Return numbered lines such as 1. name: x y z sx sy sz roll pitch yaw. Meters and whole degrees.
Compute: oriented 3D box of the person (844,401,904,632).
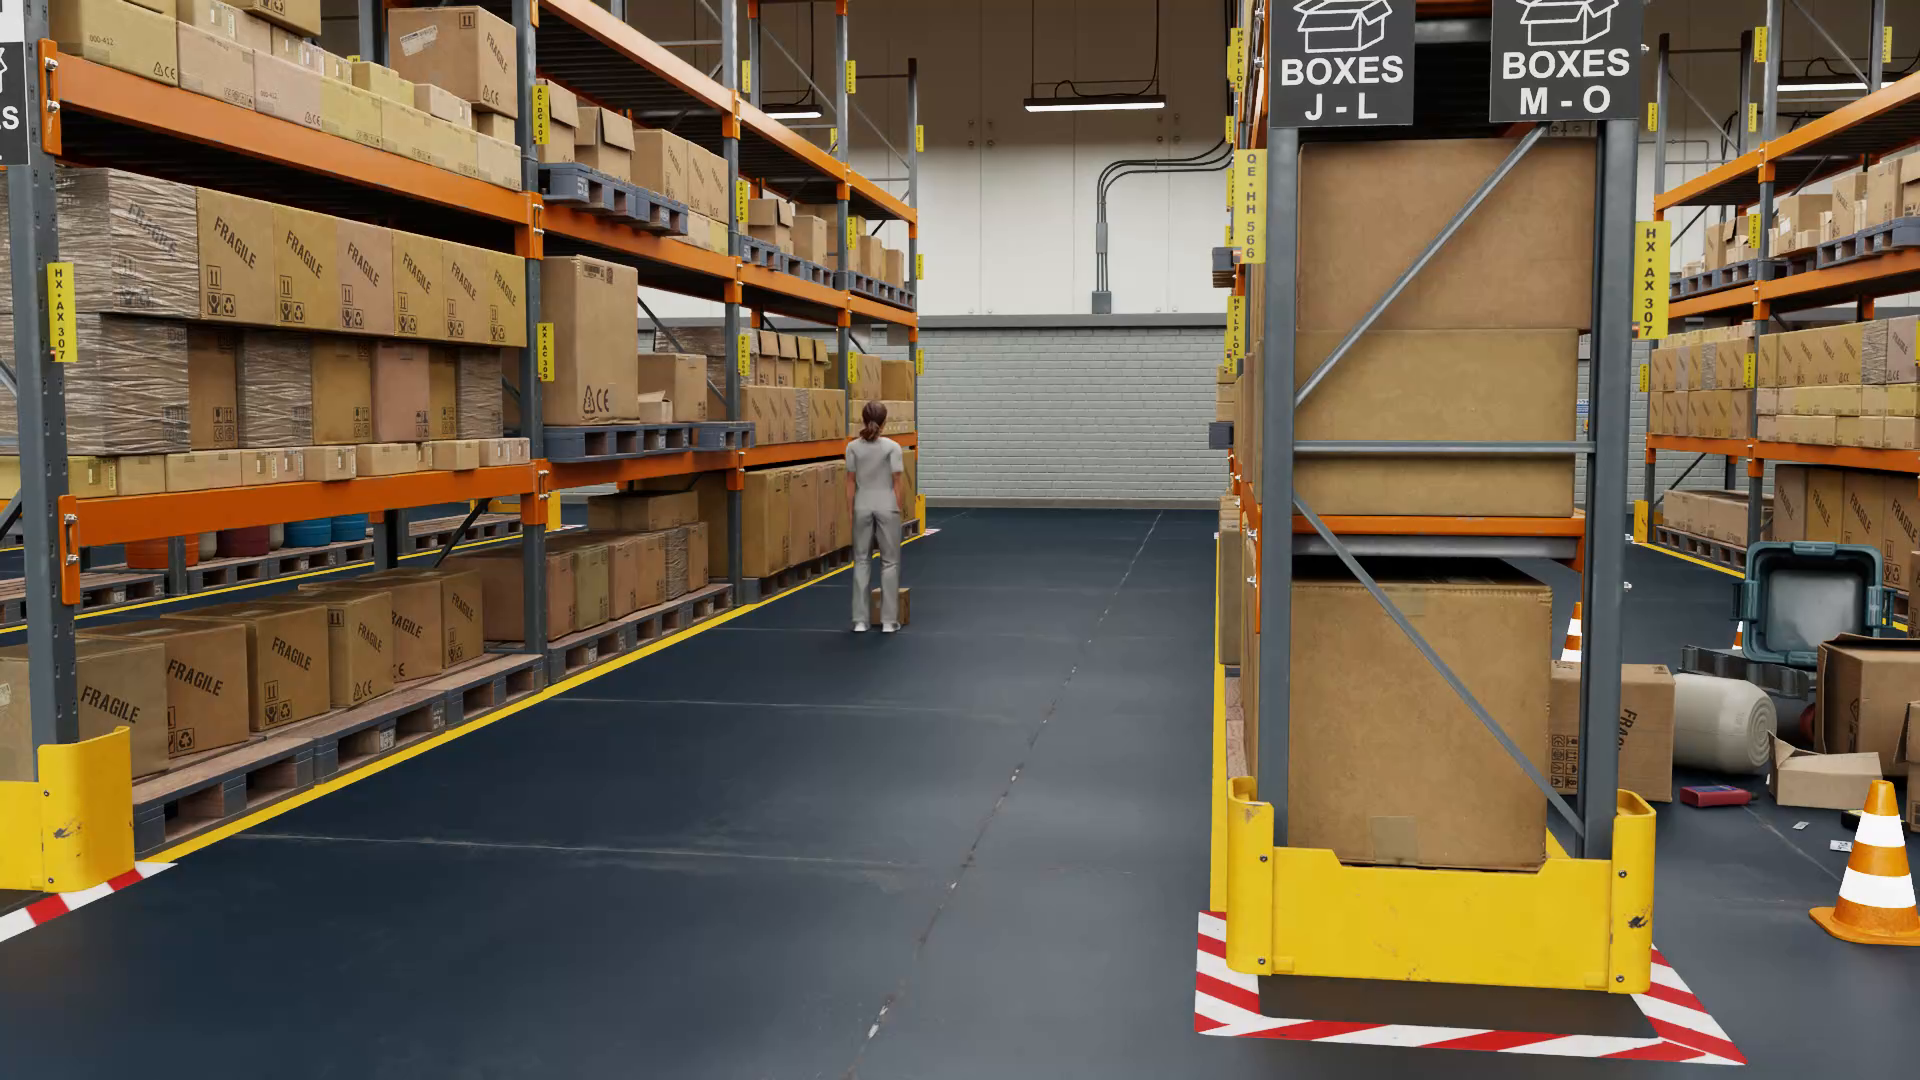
1. person: -0.616 -0.168 12.014 0.437 1.671 0.363 1 5 10
